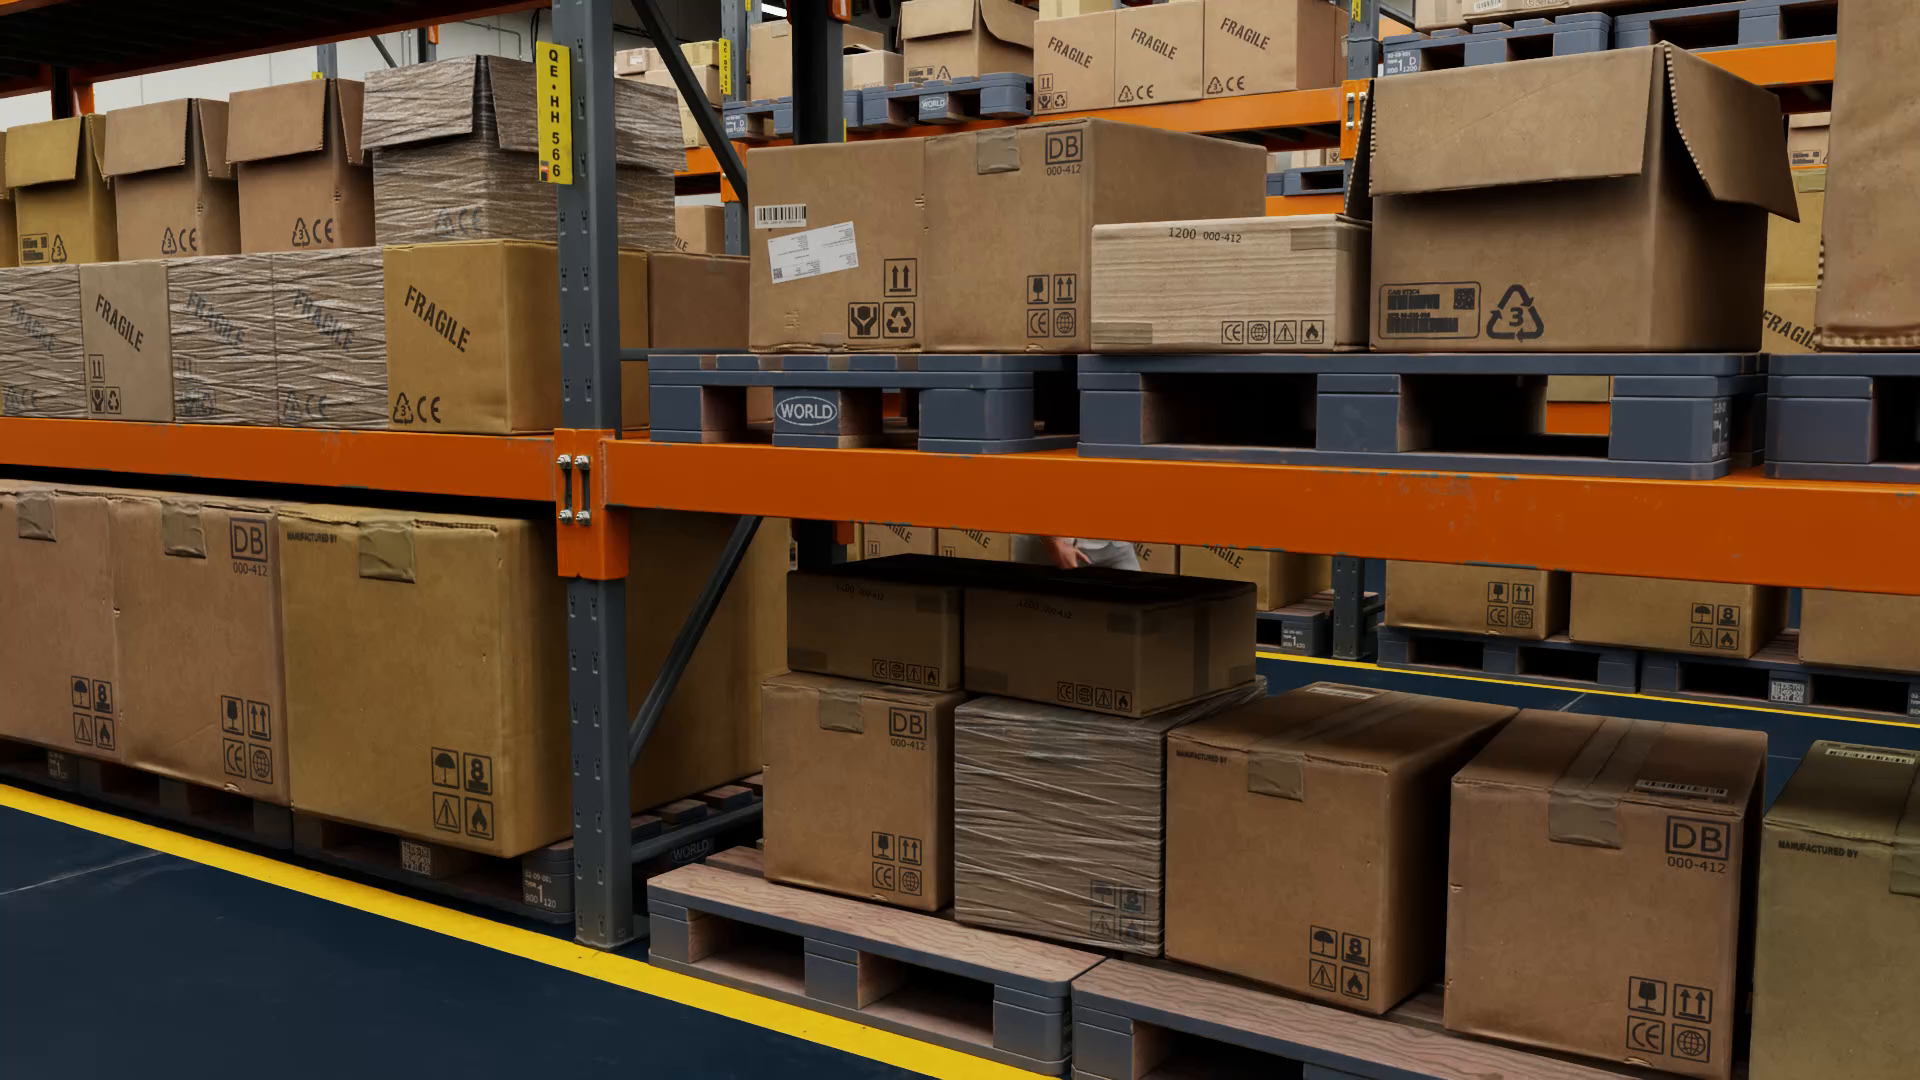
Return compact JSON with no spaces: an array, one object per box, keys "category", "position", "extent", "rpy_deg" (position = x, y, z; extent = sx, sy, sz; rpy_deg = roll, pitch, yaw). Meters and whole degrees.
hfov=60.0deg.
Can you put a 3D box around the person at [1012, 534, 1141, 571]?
[{"category":"person","position":[0.446,0.013,5.597],"extent":[0.537,1.754,0.776],"rpy_deg":[-5,8,-36]}]
